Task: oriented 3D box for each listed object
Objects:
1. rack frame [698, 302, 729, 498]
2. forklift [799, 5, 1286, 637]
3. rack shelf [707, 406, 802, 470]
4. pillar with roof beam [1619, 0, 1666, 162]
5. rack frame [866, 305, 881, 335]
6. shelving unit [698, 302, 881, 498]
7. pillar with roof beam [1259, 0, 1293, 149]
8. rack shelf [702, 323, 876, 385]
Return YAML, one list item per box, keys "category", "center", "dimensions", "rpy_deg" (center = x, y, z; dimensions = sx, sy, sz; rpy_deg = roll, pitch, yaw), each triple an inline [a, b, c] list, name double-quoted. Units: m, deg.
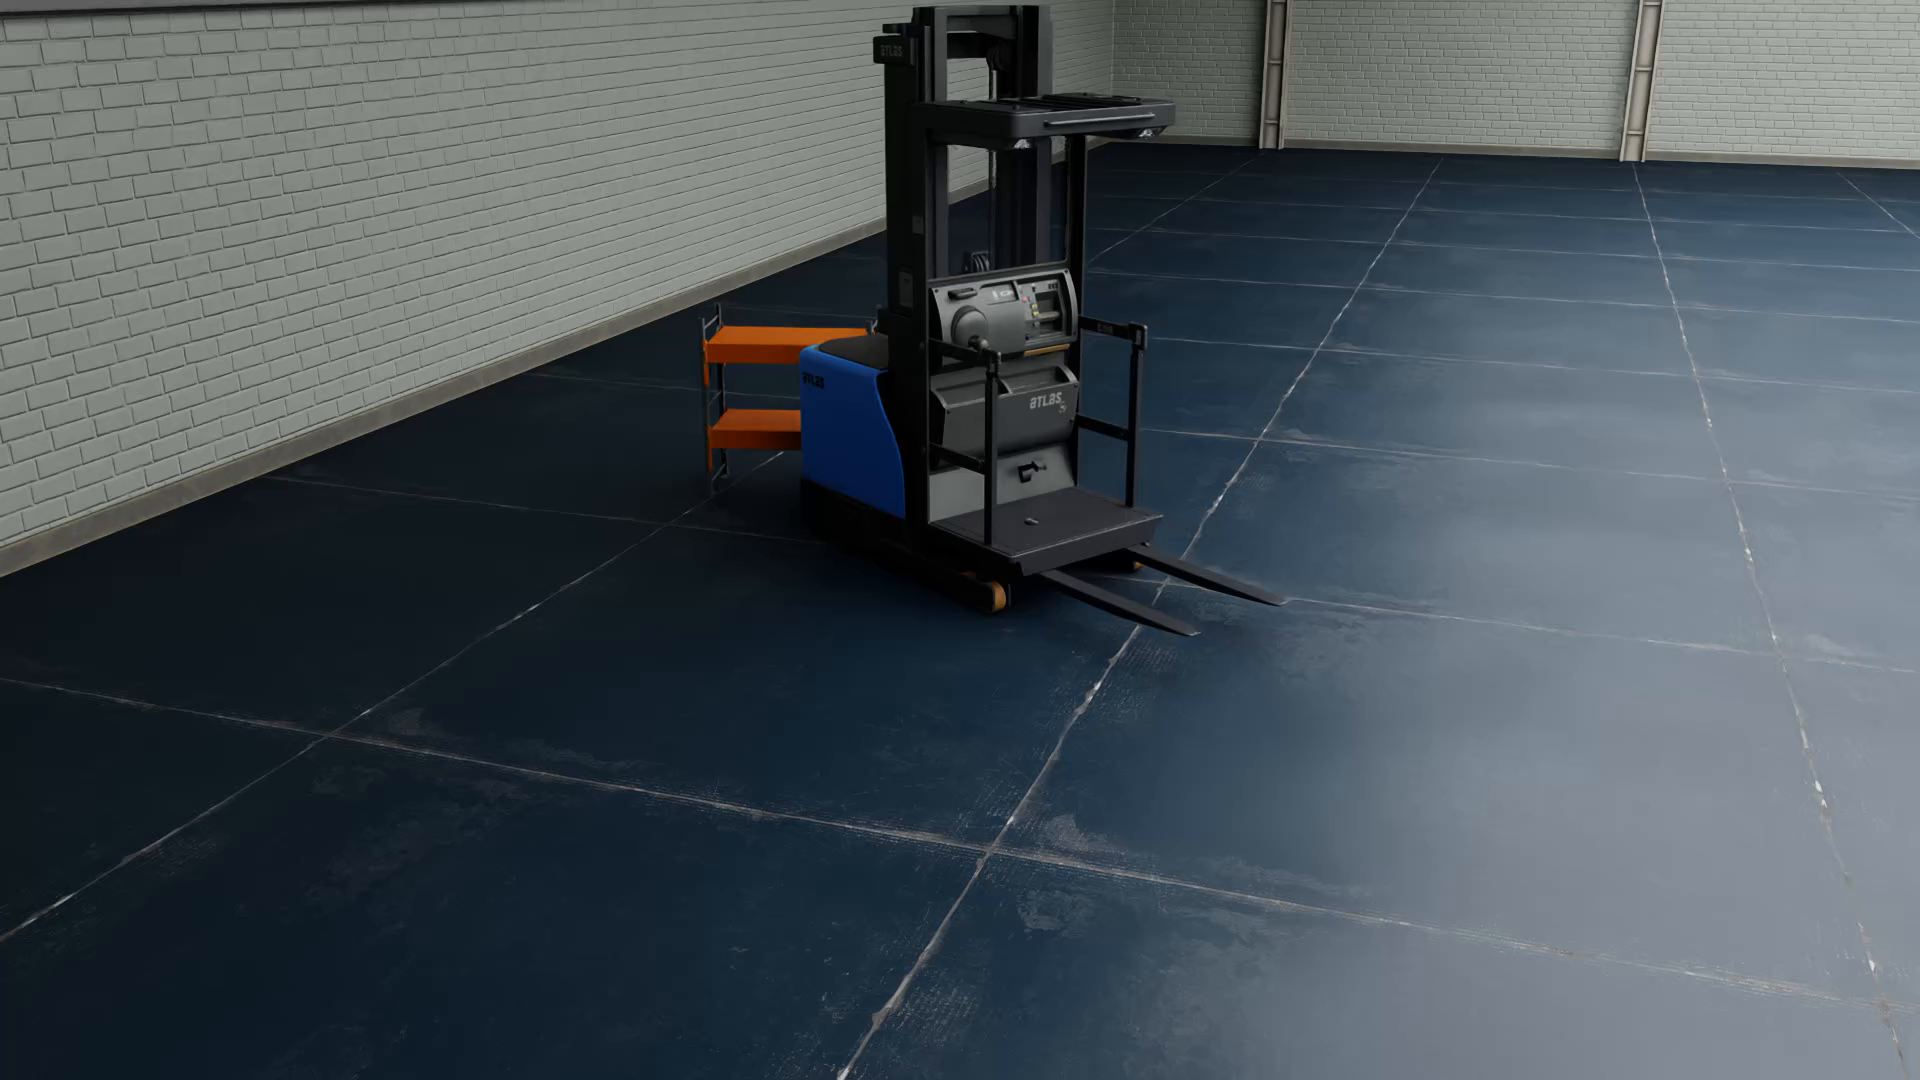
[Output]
- category: "rack frame"
  center: [-1.539, -0.878, 10.385]
  dimensions: [0.032, 1.125, 0.500]
  rpy_deg: [1, 19, 4]
- category: "forklift"
  center: [0.375, -1.192, 8.544]
  dimensions: [1.130, 2.935, 3.031]
  rpy_deg: [-15, 24, -36]
- category: "rack shelf"
  center: [-1.032, -0.634, 10.428]
  dimensions: [1.000, 0.278, 0.538]
  rpy_deg: [1, 19, 4]
- category: "pillar with roof beam"
  center: [9.801, -9.251, 22.444]
  dimensions: [0.400, 9.000, 9.100]
  rpy_deg: [7, 20, 18]
- category: "rack frame"
  center: [-0.525, -0.852, 10.311]
  dimensions: [0.032, 1.125, 0.500]
  rpy_deg: [1, 19, 4]
- category: "shelving unit"
  center: [-1.032, -0.865, 10.348]
  dimensions: [1.048, 1.125, 0.538]
  rpy_deg: [1, 19, 4]
- category: "pillar with roof beam"
  center: [4.133, -9.899, 24.303]
  dimensions: [0.400, 9.000, 9.100]
  rpy_deg: [7, 20, 18]
- category: "rack shelf"
  center: [-1.032, -1.141, 10.252]
  dimensions: [1.000, 0.278, 0.538]
  rpy_deg: [1, 19, 4]
